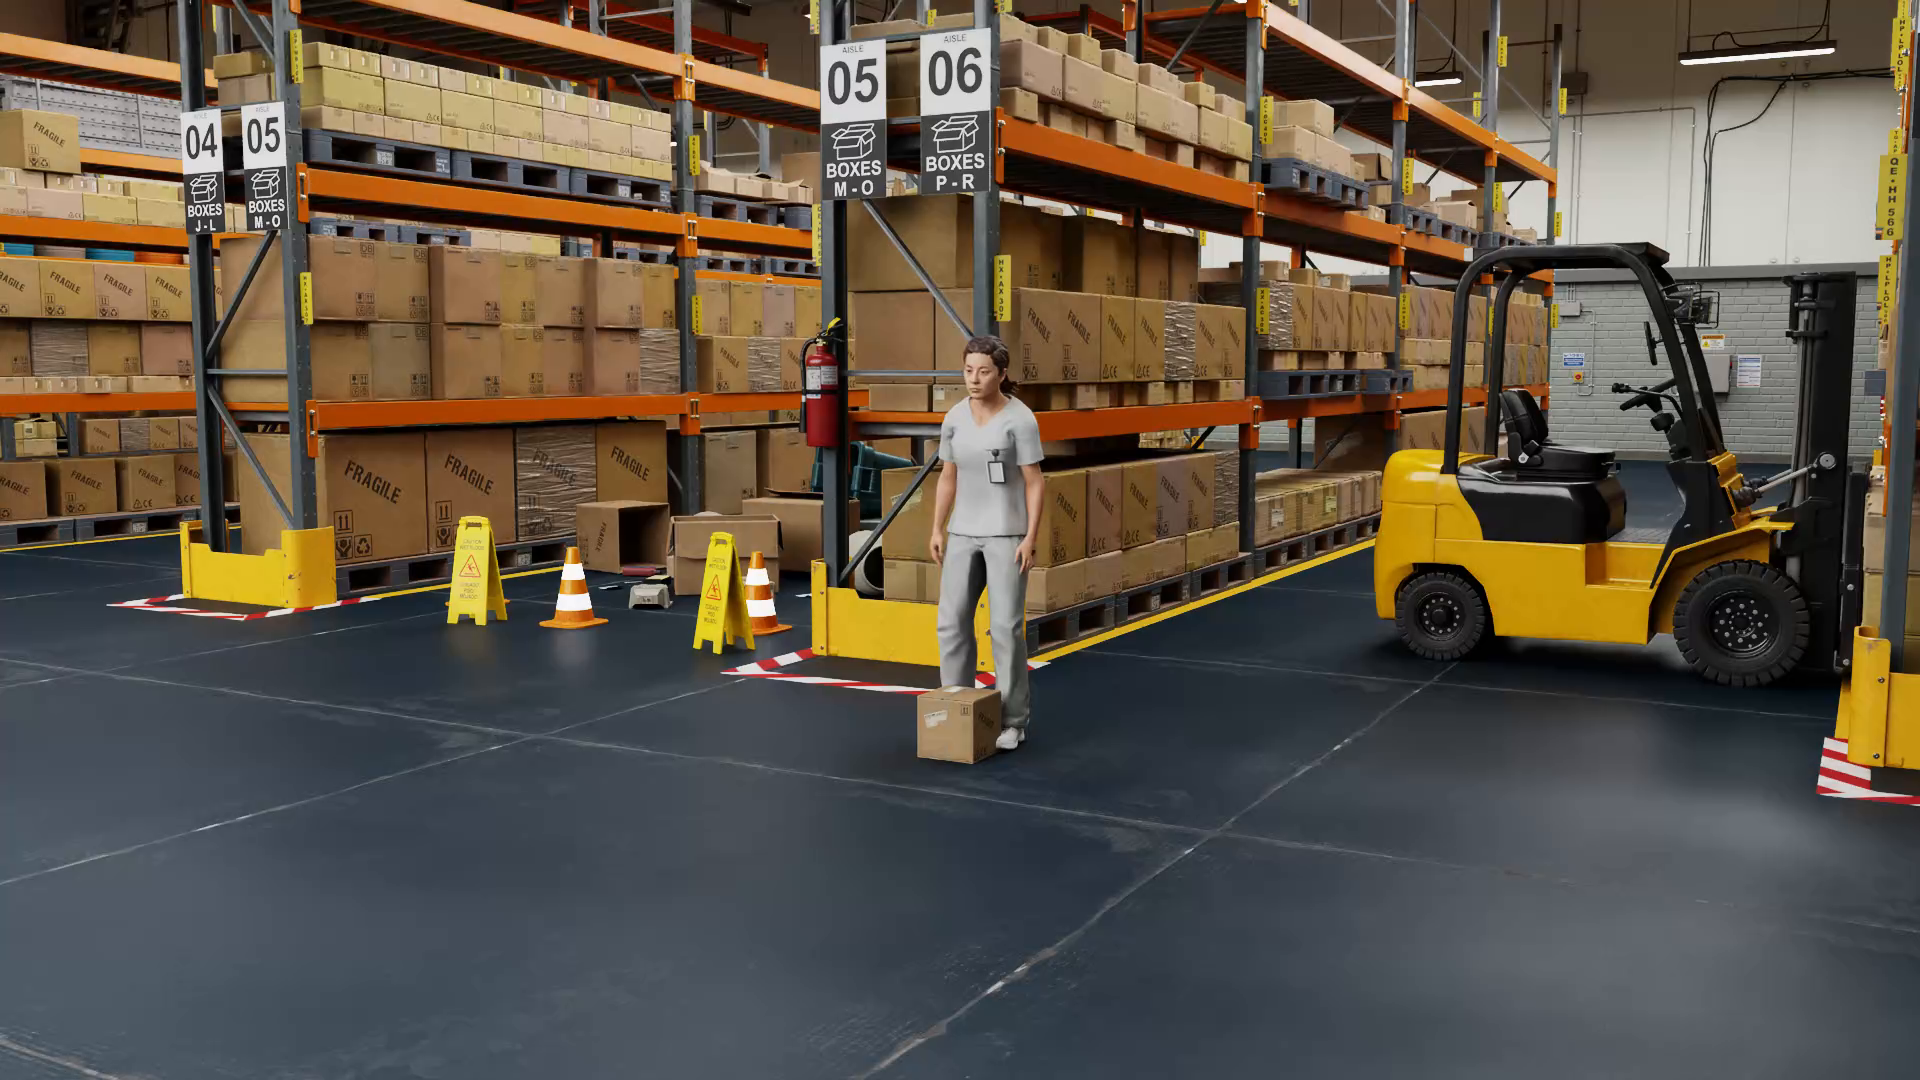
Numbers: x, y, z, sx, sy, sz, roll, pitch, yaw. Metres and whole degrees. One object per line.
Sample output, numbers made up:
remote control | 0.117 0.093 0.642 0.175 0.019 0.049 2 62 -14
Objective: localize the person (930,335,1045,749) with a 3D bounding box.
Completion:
person | 0.106 0.004 6.799 0.488 1.672 0.359 3 7 27
